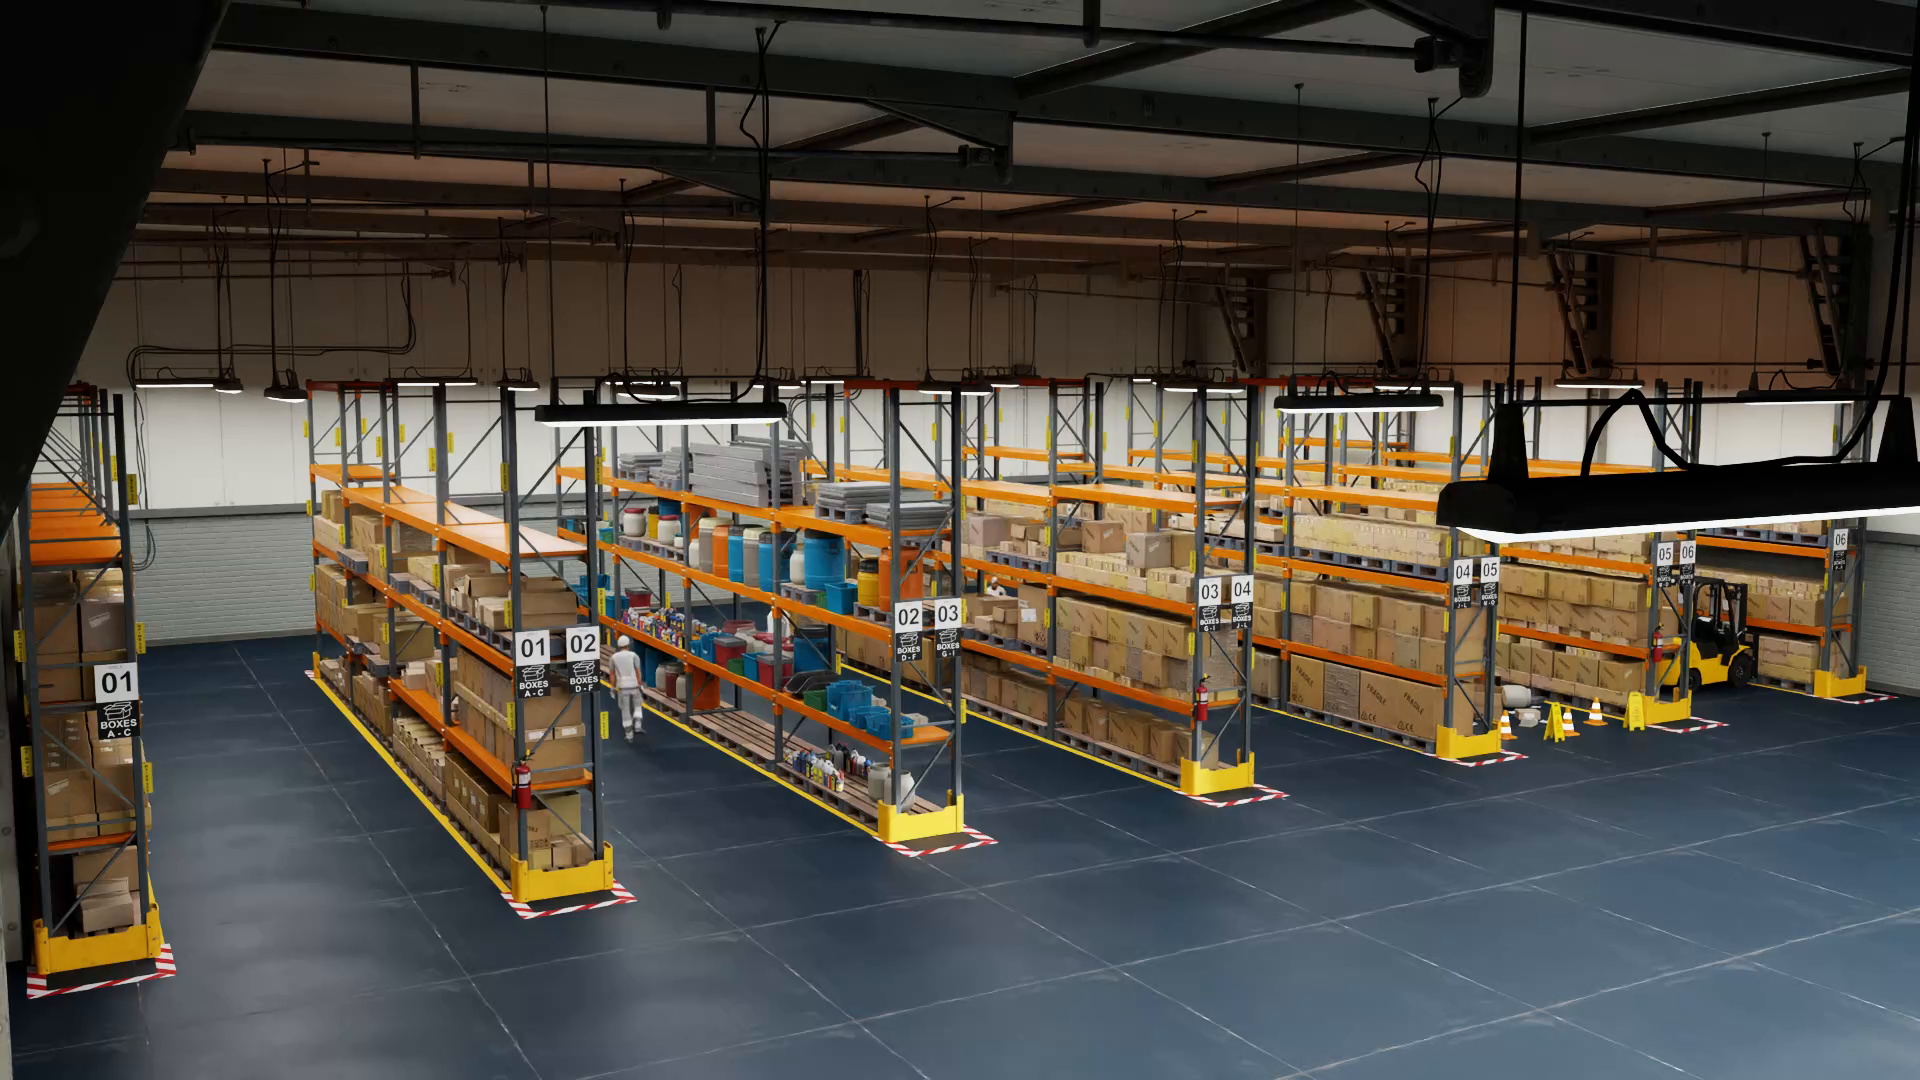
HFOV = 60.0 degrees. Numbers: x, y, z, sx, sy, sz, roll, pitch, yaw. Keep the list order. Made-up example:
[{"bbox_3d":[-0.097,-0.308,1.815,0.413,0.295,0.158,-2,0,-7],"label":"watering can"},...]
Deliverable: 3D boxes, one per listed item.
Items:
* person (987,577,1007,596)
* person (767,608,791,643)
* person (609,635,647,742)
[{"bbox_3d":[0.753,1.593,37.207,0.647,1.581,0.748,-2,6,-17],"label":"person"},{"bbox_3d":[-3.487,2.043,32.370,0.579,1.636,1.129,-4,7,-33],"label":"person"},{"bbox_3d":[-5.552,2.486,27.809,0.578,1.781,0.514,-2,6,-18],"label":"person"}]
